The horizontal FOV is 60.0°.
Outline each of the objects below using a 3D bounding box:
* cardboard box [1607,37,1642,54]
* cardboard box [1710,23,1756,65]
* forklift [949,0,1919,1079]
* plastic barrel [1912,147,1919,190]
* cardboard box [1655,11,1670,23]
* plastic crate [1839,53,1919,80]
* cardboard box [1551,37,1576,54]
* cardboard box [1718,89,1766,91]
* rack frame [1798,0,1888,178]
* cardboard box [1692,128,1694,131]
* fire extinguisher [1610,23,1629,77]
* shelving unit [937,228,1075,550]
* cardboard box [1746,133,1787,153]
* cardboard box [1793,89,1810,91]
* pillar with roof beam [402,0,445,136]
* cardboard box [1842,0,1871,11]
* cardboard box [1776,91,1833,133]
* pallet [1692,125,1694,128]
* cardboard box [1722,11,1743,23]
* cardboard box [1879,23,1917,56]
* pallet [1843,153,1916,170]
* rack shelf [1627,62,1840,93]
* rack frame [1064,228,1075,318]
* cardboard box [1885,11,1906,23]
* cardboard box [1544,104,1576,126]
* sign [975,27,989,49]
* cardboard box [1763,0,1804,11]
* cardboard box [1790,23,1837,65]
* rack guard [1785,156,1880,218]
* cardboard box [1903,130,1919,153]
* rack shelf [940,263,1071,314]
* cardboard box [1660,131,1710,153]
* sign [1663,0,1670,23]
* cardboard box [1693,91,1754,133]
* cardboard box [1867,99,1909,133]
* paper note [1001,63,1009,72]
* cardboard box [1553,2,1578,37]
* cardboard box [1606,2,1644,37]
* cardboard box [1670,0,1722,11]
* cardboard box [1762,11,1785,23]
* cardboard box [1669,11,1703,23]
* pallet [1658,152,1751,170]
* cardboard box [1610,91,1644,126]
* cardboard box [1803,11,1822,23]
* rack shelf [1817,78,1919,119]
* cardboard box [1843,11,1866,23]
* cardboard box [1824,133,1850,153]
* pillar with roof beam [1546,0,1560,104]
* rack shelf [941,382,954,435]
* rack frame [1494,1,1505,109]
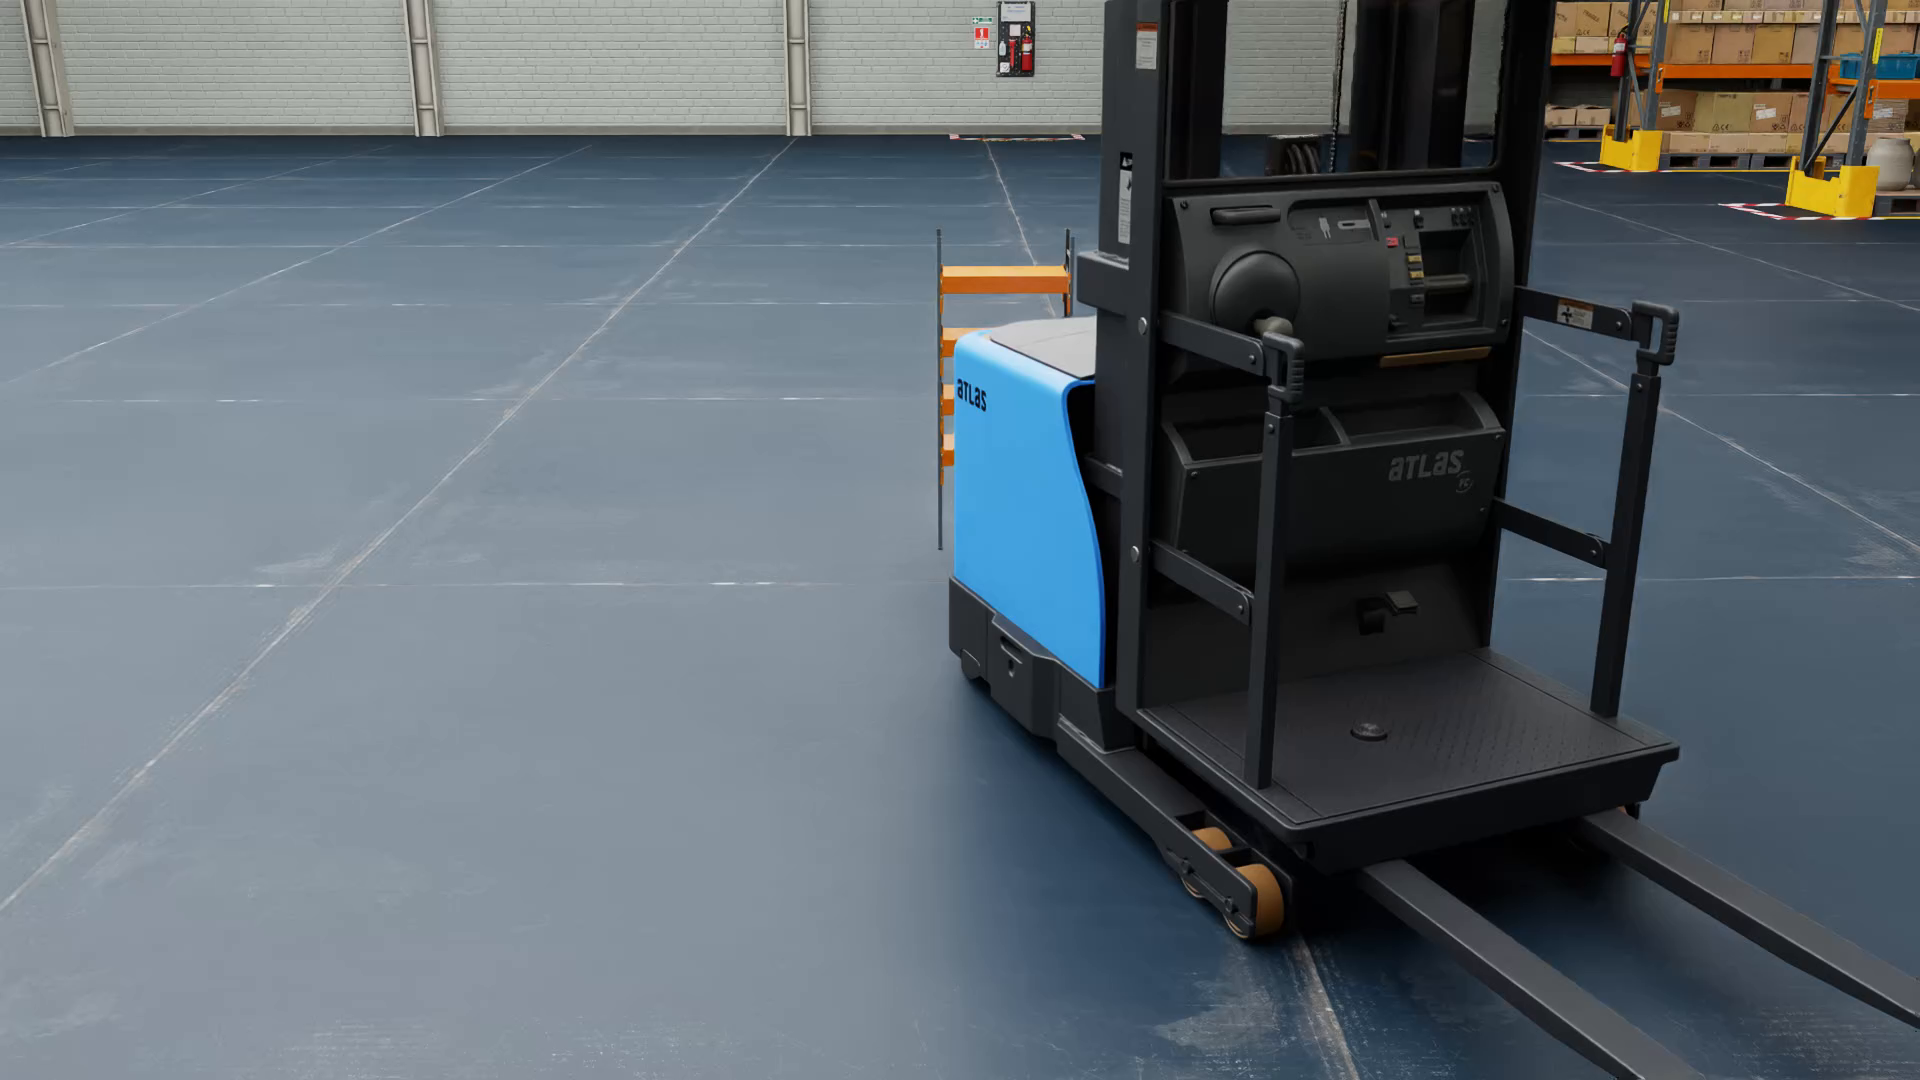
[{"bbox_3d":[10.214,-7.681,25.792,0.500,0.250,0.500,-1,18,-2],"label":"cardboard box"},{"bbox_3d":[9.766,-6.367,21.320,0.500,0.500,0.700,0,18,1],"label":"cardboard box"},{"bbox_3d":[1.008,-0.645,3.760,1.130,2.935,3.031,-7,19,-22],"label":"forklift"},{"bbox_3d":[10.007,-3.848,17.018,0.421,0.512,0.421,0,18,0],"label":"plastic barrel"},{"bbox_3d":[9.154,-6.733,21.401,0.250,0.149,0.380,-1,18,-2],"label":"cardboard box"},{"bbox_3d":[9.345,-4.827,16.927,0.616,0.251,0.499,0,18,-1],"label":"plastic crate"},{"bbox_3d":[9.185,-7.673,25.769,0.500,0.250,0.500,-1,18,-2],"label":"cardboard box"},{"bbox_3d":[10.306,-5.667,21.890,0.500,0.500,0.500,0,18,-1],"label":"cardboard box"},{"bbox_3d":[8.849,-4.804,16.612,0.127,3.000,1.000,0,18,-1],"label":"rack frame"},{"bbox_3d":[9.806,-5.306,21.992,0.500,0.250,0.500,0,18,-1],"label":"cardboard box"},{"bbox_3d":[8.649,-6.421,21.780,0.183,0.674,0.296,0,18,-1],"label":"fire extinguisher"},{"bbox_3d":[0.166,-0.572,6.367,0.503,1.200,0.258,0,18,-1],"label":"shelving unit"},{"bbox_3d":[10.314,-5.148,21.498,0.500,0.250,0.500,0,18,-1],"label":"cardboard box"},{"bbox_3d":[11.305,-5.672,21.905,0.500,0.500,0.500,0,18,-1],"label":"cardboard box"},{"bbox_3d":[-8.551,-9.552,21.593,0.400,9.000,9.100,0,18,-1],"label":"pillar with roof beam"},{"bbox_3d":[11.324,-6.992,21.146,0.500,0.500,0.700,0,18,-1],"label":"cardboard box"},{"bbox_3d":[10.814,-5.505,21.386,0.500,0.500,0.500,0,18,-1],"label":"cardboard box"},{"bbox_3d":[12.021,-6.507,26.487,1.213,0.211,1.003,0,18,-1],"label":"pallet"},{"bbox_3d":[9.684,-6.612,21.023,0.250,0.149,0.380,0,18,-1],"label":"cardboard box"},{"bbox_3d":[11.803,-6.375,21.346,0.500,0.500,0.700,0,18,-1],"label":"cardboard box"},{"bbox_3d":[11.978,-5.017,21.842,1.213,0.211,1.003,0,18,-1],"label":"pallet"},{"bbox_3d":[10.774,-5.984,21.468,4.000,0.370,1.077,0,18,-1],"label":"rack shelf"},{"bbox_3d":[0.409,-0.573,6.370,0.015,1.200,0.240,0,18,-1],"label":"rack frame"},{"bbox_3d":[11.734,-6.622,21.053,0.250,0.149,0.380,0,18,-1],"label":"cardboard box"},{"bbox_3d":[9.386,-6.735,26.312,0.500,0.311,0.500,-2,18,-7],"label":"cardboard box"},{"bbox_3d":[0.354,-8.114,26.872,0.234,0.329,0.001,0,18,-1],"label":"sign"},{"bbox_3d":[10.324,-6.987,21.132,0.500,0.500,0.700,0,18,-1],"label":"cardboard box"},{"bbox_3d":[10.789,-6.371,21.333,0.500,0.500,0.700,0,18,1],"label":"cardboard box"},{"bbox_3d":[8.924,-3.628,17.040,0.348,0.500,1.175,0,18,-1],"label":"rack guard"},{"bbox_3d":[12.314,-5.158,21.529,0.500,0.250,0.500,0,18,-1],"label":"cardboard box"},{"bbox_3d":[0.166,-0.946,6.247,0.480,0.148,0.258,0,18,-1],"label":"rack shelf"},{"bbox_3d":[9.314,-5.142,21.480,0.500,0.250,0.500,0,18,-1],"label":"cardboard box"},{"bbox_3d":[8.777,-6.597,20.655,0.005,0.325,0.100,0,18,-1],"label":"sign"},{"bbox_3d":[9.814,-5.502,21.375,0.500,0.500,0.500,0,18,-1],"label":"cardboard box"},{"bbox_3d":[11.814,-5.516,21.418,0.500,0.500,0.500,0,18,-1],"label":"cardboard box"},{"bbox_3d":[0.730,-7.669,26.985,0.142,0.148,0.016,0,18,-1],"label":"paper note"},{"bbox_3d":[9.175,-8.035,25.671,0.500,0.500,0.500,0,18,-1],"label":"cardboard box"},{"bbox_3d":[10.186,-8.035,25.670,0.500,0.500,0.500,-1,18,-3],"label":"cardboard box"},{"bbox_3d":[9.294,-6.981,21.110,0.500,0.500,0.700,0,18,-1],"label":"cardboard box"},{"bbox_3d":[10.202,-6.615,21.032,0.250,0.149,0.380,-1,18,-3],"label":"cardboard box"},{"bbox_3d":[9.170,-6.609,21.014,0.250,0.149,0.380,0,18,-1],"label":"cardboard box"},{"bbox_3d":[9.538,-5.005,21.805,1.213,0.211,1.003,0,18,-1],"label":"pallet"},{"bbox_3d":[10.690,-6.816,26.256,0.500,0.500,0.700,-1,18,-4],"label":"cardboard box"},{"bbox_3d":[10.707,-6.616,21.037,0.250,0.149,0.380,0,18,0],"label":"cardboard box"},{"bbox_3d":[10.849,-4.471,16.752,4.000,0.370,1.077,0,18,-1],"label":"rack shelf"},{"bbox_3d":[11.236,-6.620,21.048,0.250,0.149,0.380,0,18,1],"label":"cardboard box"},{"bbox_3d":[11.314,-5.151,21.509,0.500,0.250,0.500,0,18,-1],"label":"cardboard box"},{"bbox_3d":[9.447,-9.639,21.863,0.400,9.000,9.100,0,18,-1],"label":"pillar with roof beam"},{"bbox_3d":[0.166,-0.508,6.387,0.480,0.148,0.258,0,18,-1],"label":"rack shelf"},{"bbox_3d":[8.693,-7.830,26.044,0.127,3.000,1.000,0,18,-1],"label":"rack frame"}]
